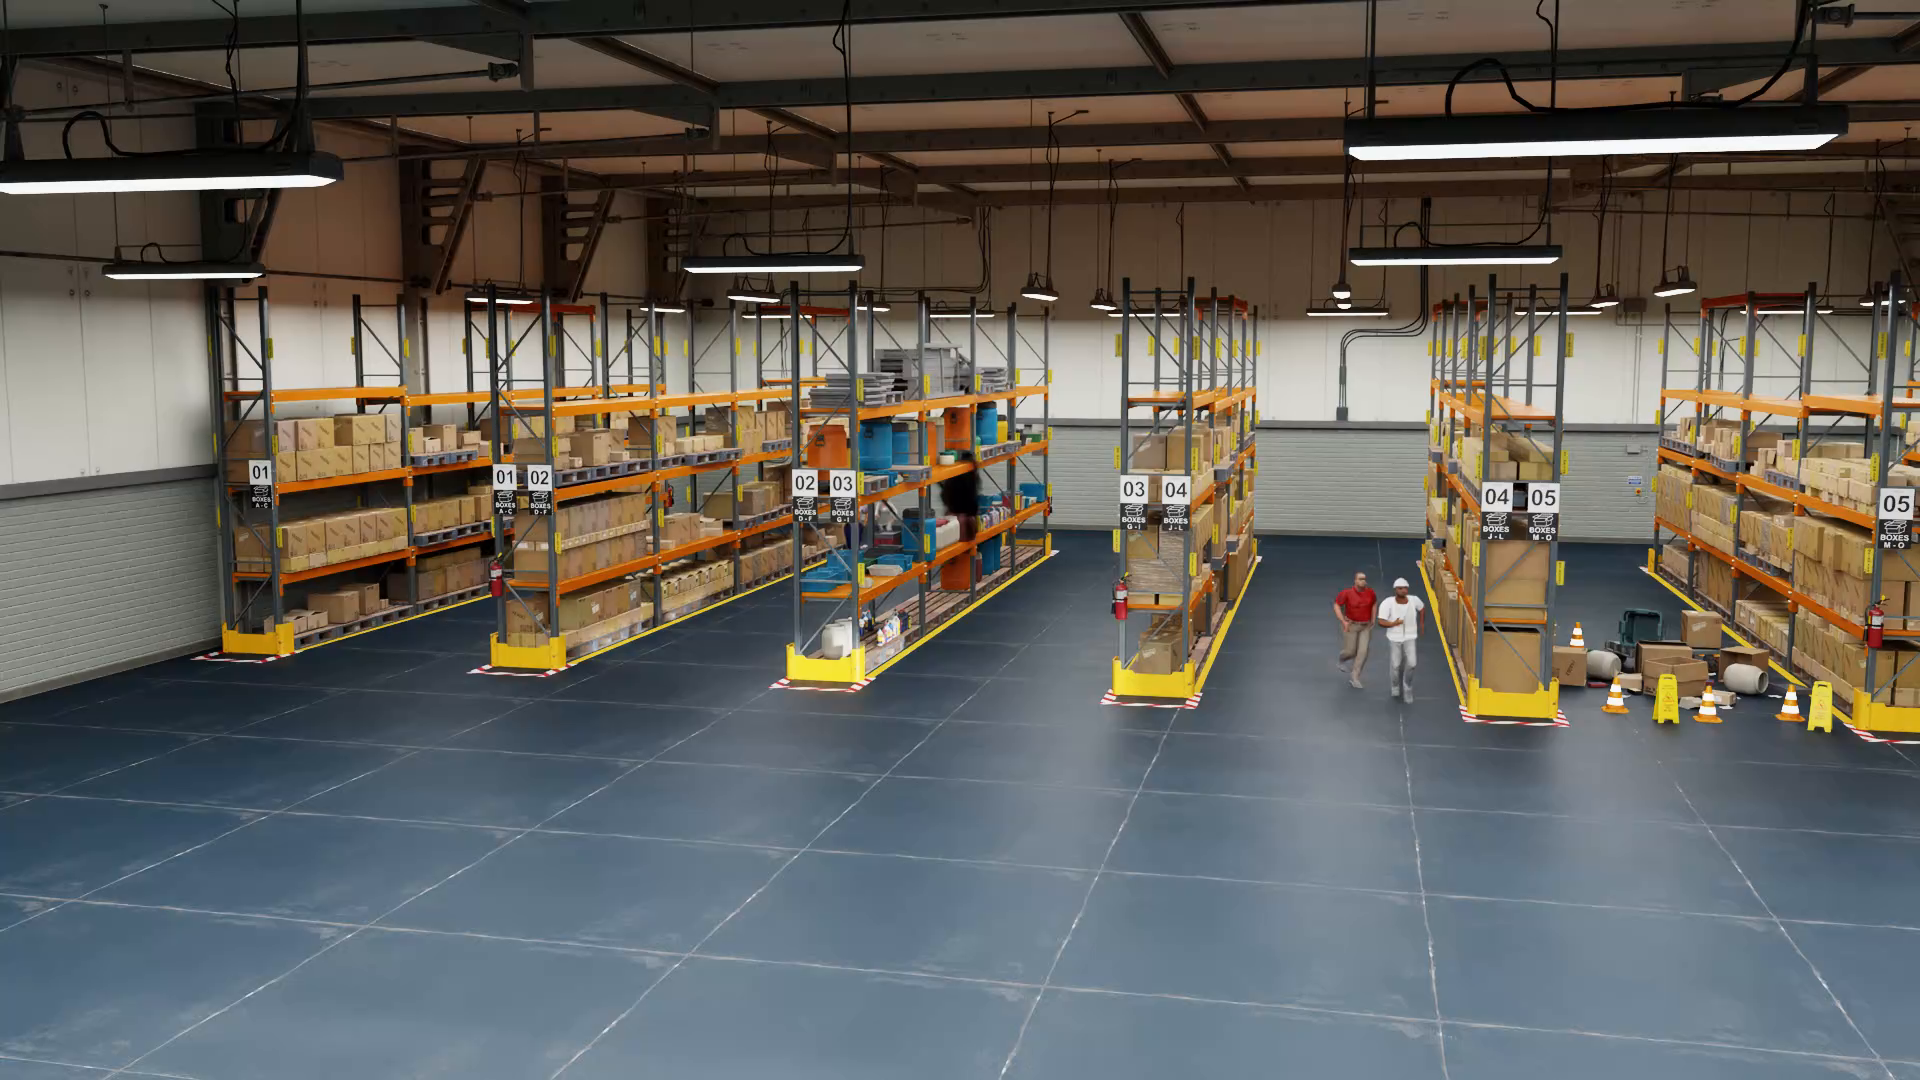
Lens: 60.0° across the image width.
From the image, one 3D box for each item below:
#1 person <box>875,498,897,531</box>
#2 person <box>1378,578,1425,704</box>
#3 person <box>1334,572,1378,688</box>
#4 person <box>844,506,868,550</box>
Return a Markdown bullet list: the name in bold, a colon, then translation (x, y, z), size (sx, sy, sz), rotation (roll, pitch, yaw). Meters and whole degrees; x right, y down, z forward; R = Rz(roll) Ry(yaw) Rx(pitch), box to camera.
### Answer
- **person**: translation (-1.800, -0.343, 39.707), size (0.529, 1.588, 0.639), rotation (1, 7, 8)
- **person**: translation (6.263, 1.438, 23.550), size (0.702, 1.815, 0.726), rotation (1, 7, 5)
- **person**: translation (5.941, 1.317, 24.948), size (0.685, 1.701, 0.709), rotation (-1, 7, -8)
- **person**: translation (-2.281, -0.168, 35.505), size (0.607, 1.689, 0.887), rotation (1, 7, 7)
